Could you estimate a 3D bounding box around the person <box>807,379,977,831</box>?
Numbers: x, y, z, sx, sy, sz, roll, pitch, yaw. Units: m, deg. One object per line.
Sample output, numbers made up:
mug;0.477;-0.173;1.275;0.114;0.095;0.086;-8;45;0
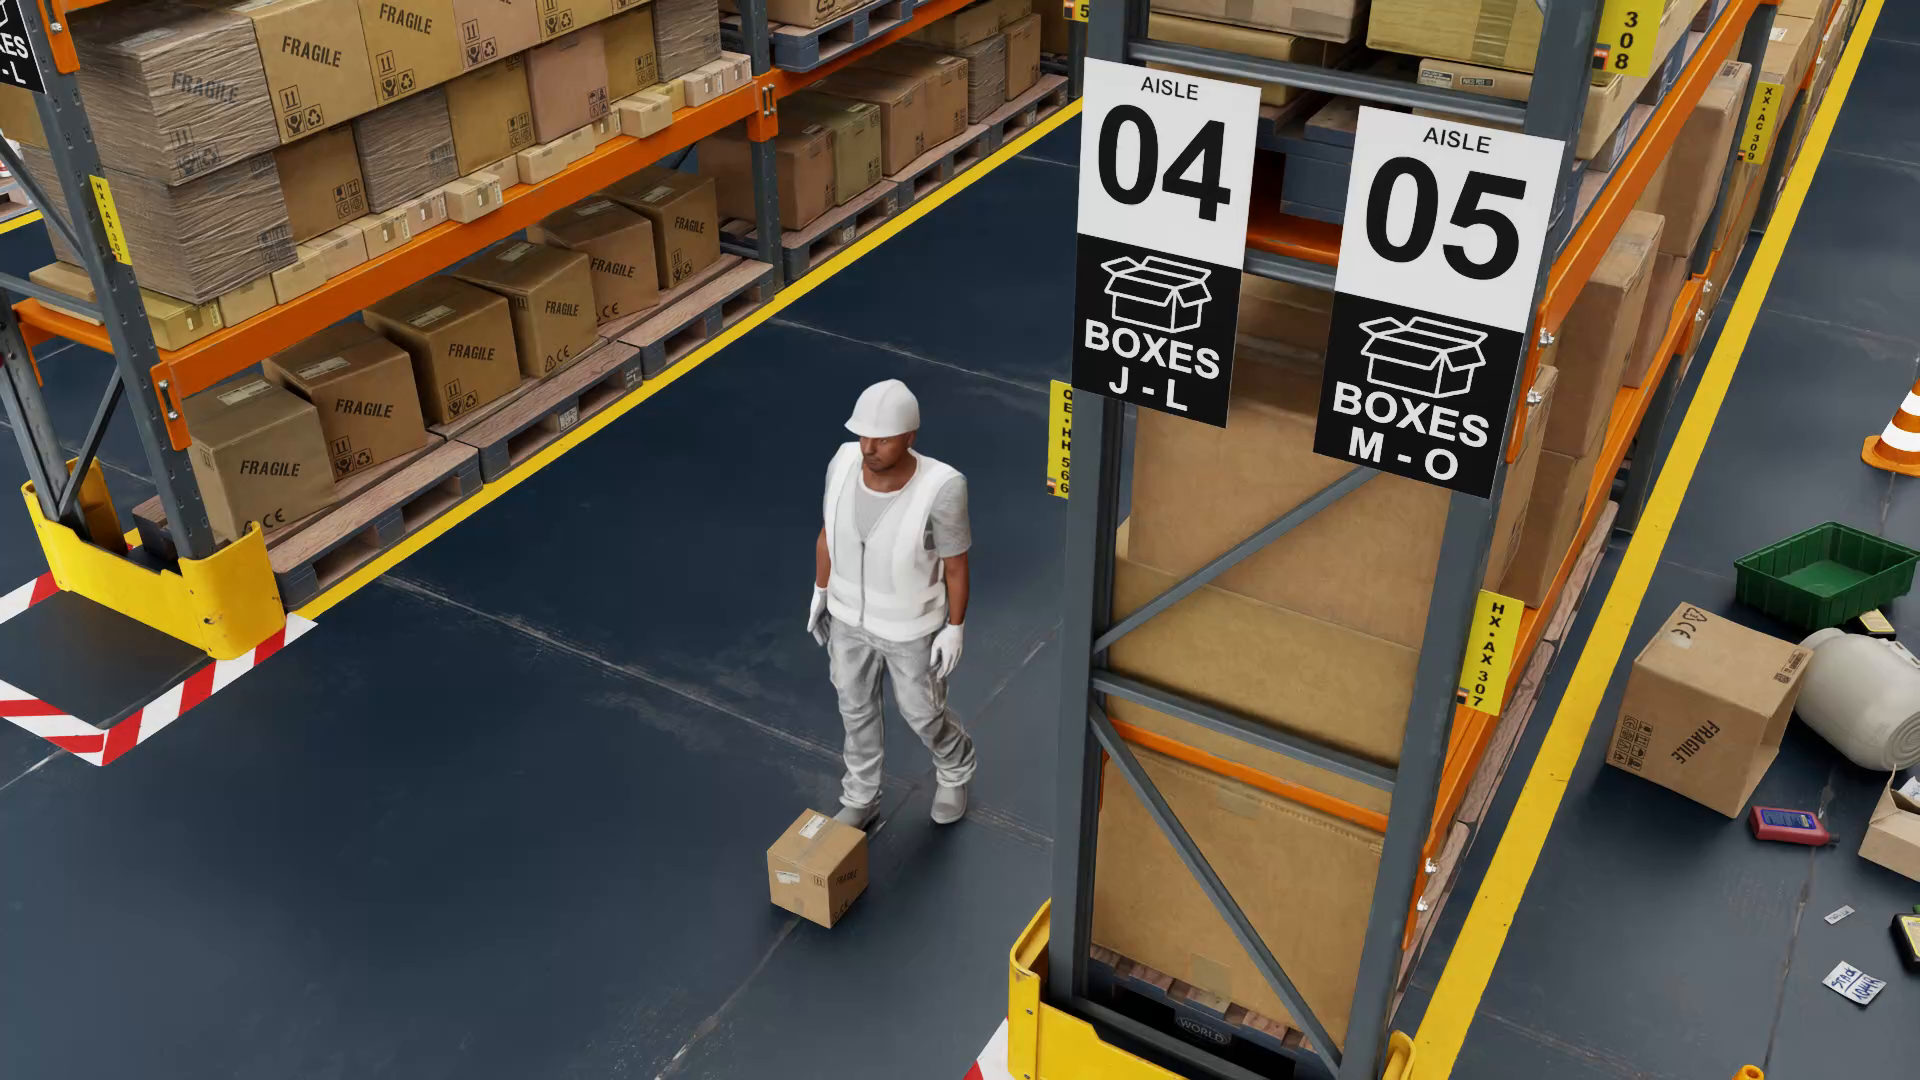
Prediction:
person;-0.260;0.276;5.712;0.571;1.803;0.618;18;38;24
